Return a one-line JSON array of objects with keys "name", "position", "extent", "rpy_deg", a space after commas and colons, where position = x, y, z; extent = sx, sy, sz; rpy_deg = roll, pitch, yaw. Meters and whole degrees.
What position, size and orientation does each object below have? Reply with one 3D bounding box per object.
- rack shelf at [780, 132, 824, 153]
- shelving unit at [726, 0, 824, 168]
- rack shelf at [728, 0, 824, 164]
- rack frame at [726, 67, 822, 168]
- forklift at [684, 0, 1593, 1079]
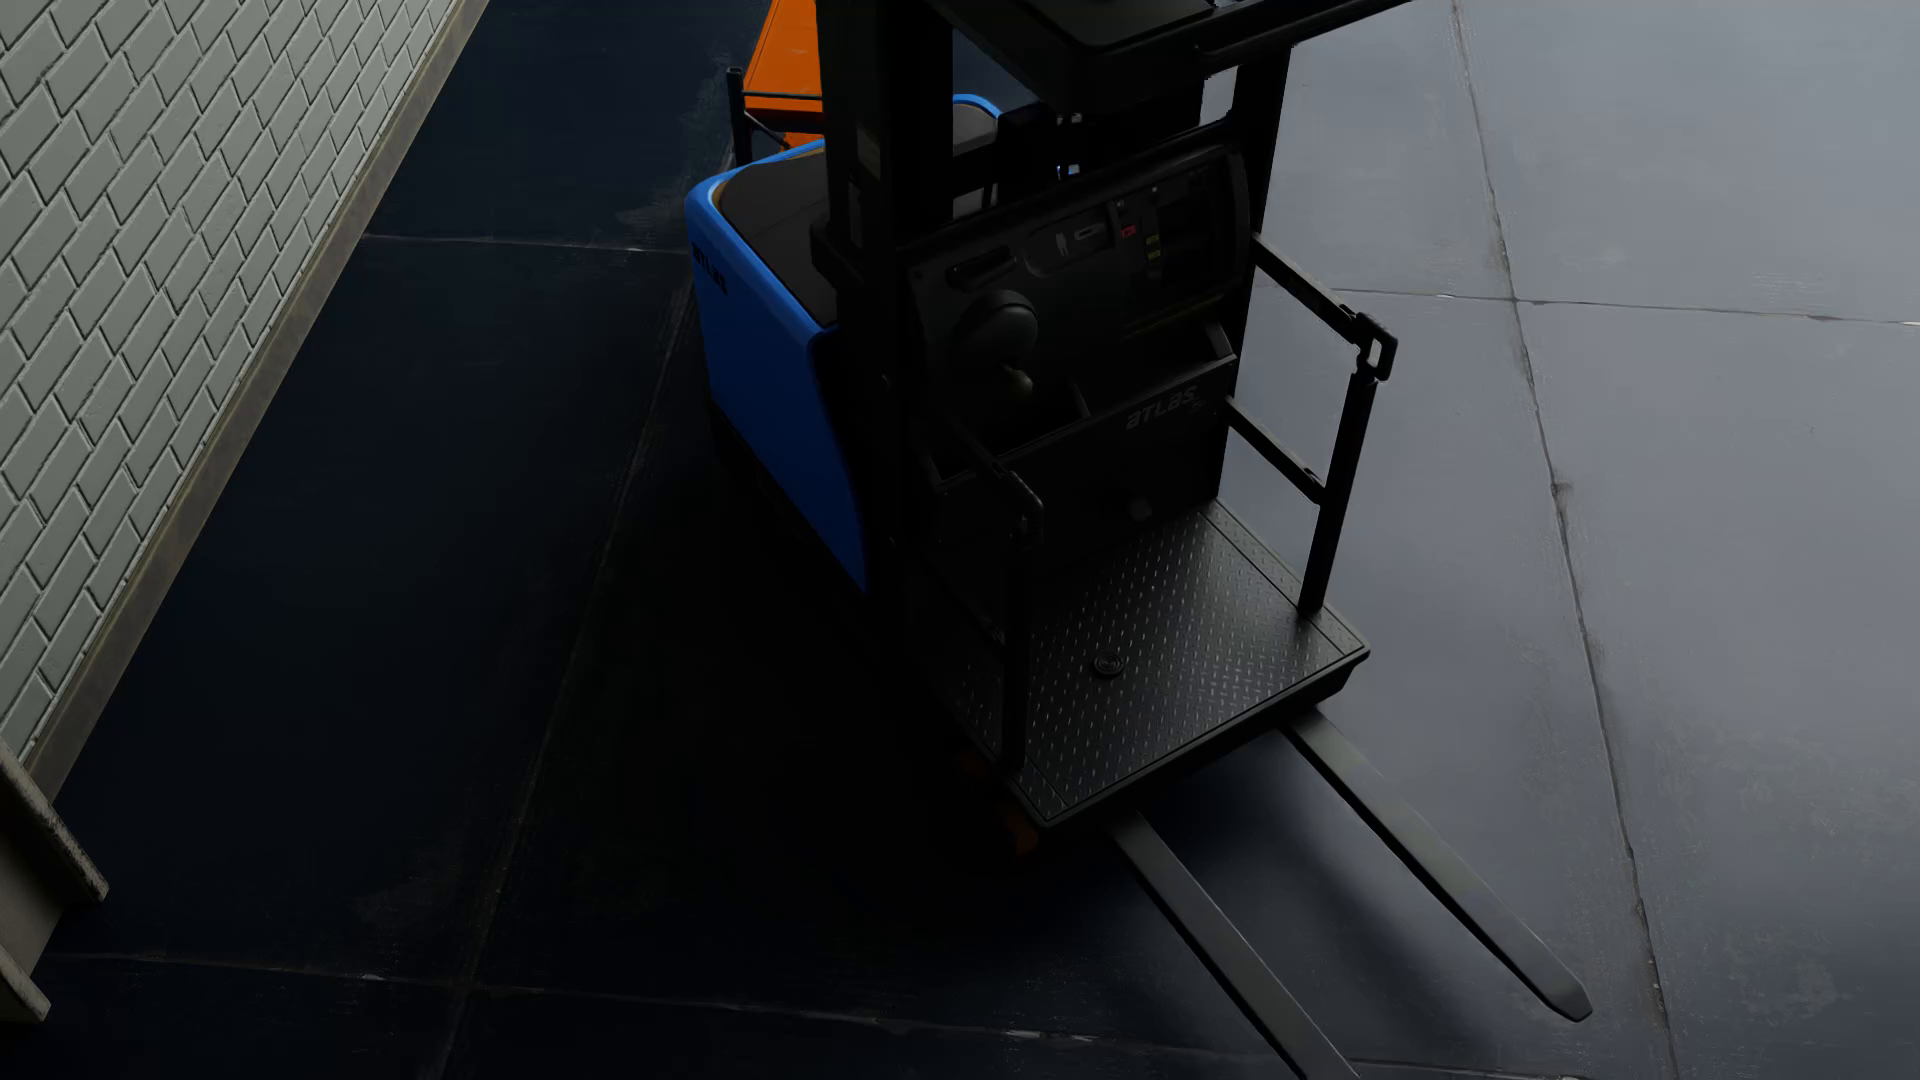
[{"name": "rack shelf", "position": [-0.399, -1.229, 5.943], "extent": [0.538, 0.278, 1.000], "rpy_deg": [5, 48, 4]}, {"name": "shelving unit", "position": [-0.399, -1.394, 5.763], "extent": [0.538, 1.125, 1.048], "rpy_deg": [5, 48, 4]}, {"name": "rack shelf", "position": [-0.399, -1.592, 5.547], "extent": [0.538, 0.278, 1.000], "rpy_deg": [5, 48, 4]}, {"name": "rack frame", "position": [-0.456, -1.022, 5.422], "extent": [0.500, 1.125, 0.032], "rpy_deg": [5, 48, 4]}, {"name": "forklift", "position": [0.409, -0.539, 3.757], "extent": [1.130, 2.935, 3.031], "rpy_deg": [-25, 52, -21]}]
